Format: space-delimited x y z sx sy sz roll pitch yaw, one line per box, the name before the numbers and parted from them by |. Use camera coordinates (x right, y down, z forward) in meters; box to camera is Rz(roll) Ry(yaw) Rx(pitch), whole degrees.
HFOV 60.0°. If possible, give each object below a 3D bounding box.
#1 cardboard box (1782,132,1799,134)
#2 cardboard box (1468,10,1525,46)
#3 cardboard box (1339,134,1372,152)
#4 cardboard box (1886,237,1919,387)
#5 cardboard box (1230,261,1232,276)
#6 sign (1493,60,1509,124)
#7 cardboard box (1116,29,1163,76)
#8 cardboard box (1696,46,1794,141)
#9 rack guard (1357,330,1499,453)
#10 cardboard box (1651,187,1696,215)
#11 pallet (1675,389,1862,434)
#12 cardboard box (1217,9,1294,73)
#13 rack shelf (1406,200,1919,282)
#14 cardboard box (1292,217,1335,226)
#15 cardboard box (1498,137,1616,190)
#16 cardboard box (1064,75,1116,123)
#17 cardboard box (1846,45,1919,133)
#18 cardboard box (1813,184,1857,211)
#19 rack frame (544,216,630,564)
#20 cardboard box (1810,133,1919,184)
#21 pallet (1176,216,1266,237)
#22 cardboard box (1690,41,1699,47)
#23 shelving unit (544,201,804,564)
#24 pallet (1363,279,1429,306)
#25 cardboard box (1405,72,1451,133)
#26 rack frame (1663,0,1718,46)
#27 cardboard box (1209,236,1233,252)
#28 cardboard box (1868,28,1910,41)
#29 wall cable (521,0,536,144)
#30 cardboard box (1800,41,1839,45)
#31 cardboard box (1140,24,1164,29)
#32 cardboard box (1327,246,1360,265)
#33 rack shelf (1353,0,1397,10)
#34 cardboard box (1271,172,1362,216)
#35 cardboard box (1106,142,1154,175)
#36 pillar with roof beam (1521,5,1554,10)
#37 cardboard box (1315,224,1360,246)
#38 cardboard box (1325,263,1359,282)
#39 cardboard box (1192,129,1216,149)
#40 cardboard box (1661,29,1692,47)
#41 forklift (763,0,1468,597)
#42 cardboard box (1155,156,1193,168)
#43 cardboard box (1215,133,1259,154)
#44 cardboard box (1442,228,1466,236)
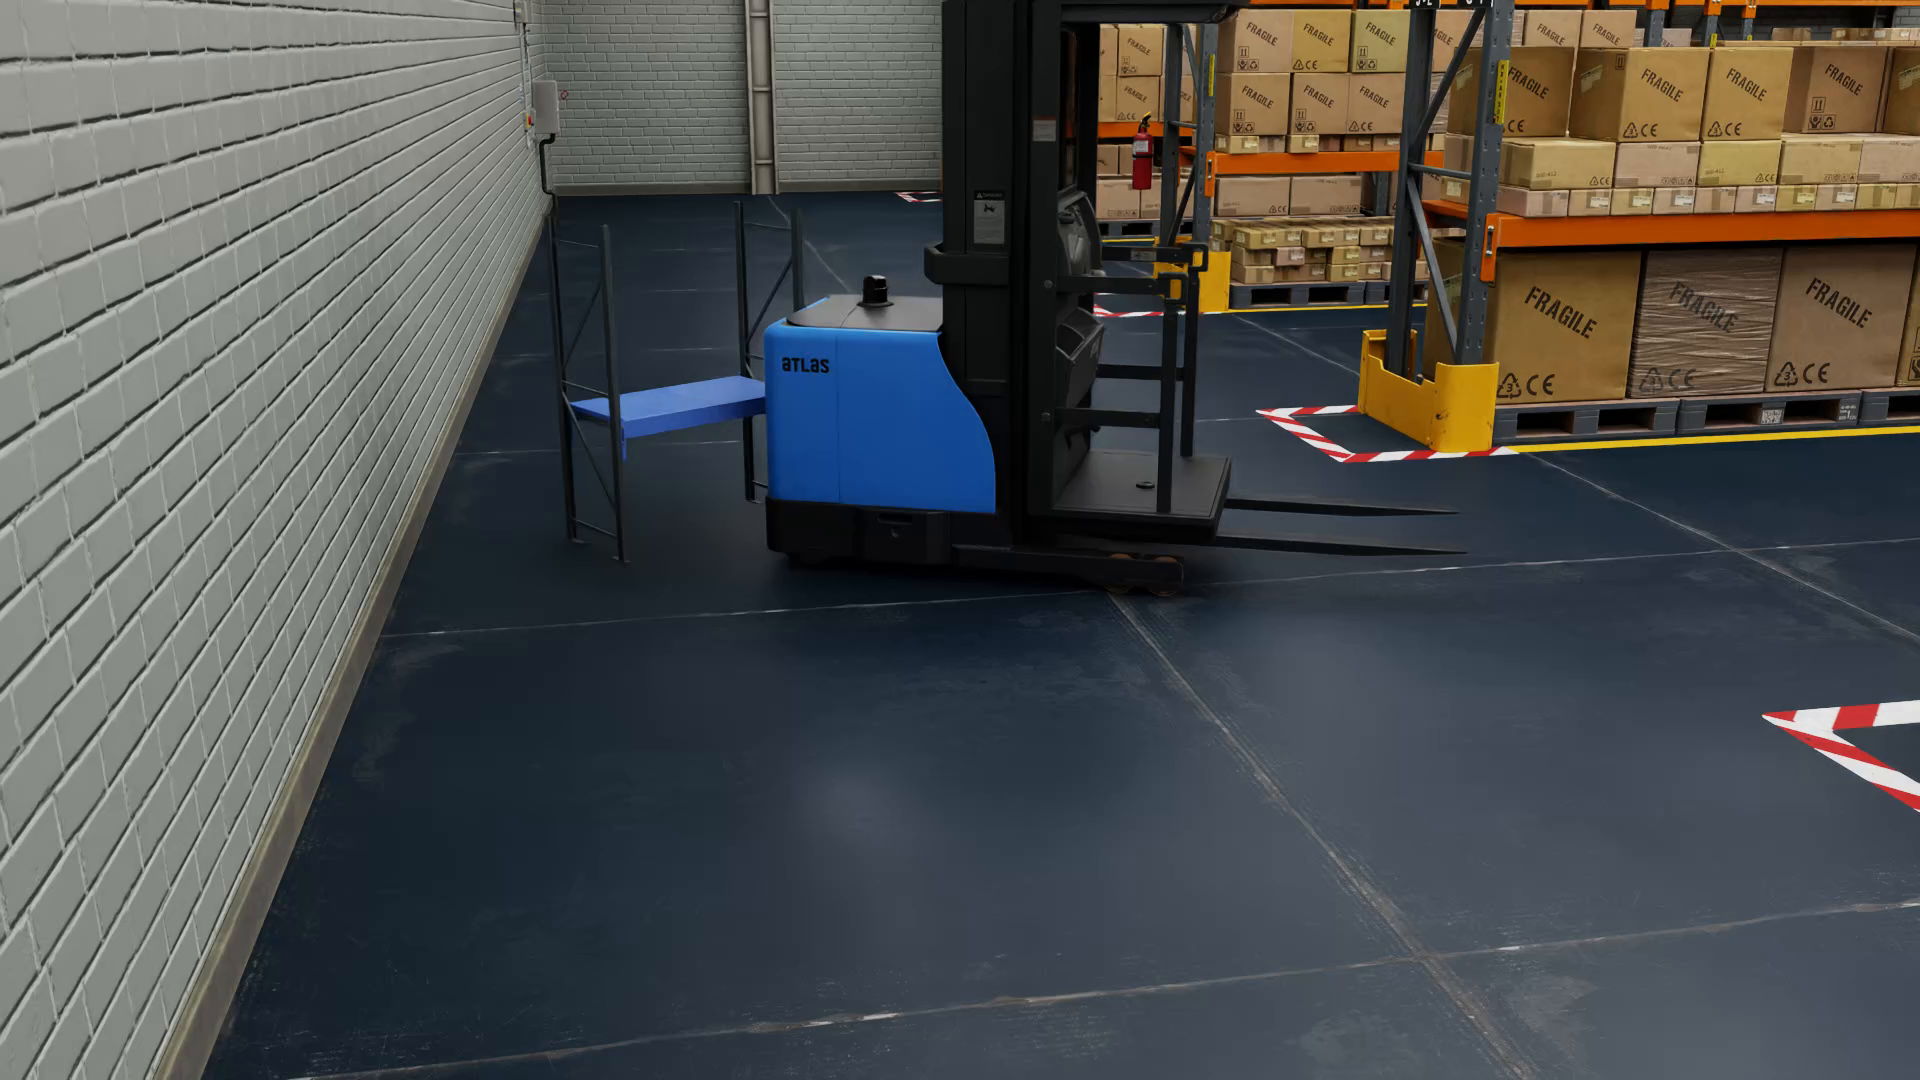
cardboard box | 4.724 -2.362 10.142 0.500 0.250 0.500 -3 17 -10
cardboard box | 4.454 -4.269 14.221 0.500 0.500 0.500 -3 17 -9
cardboard box | 3.345 -3.428 14.291 0.250 0.149 0.380 -3 17 -11
cardboard box | 6.055 -1.496 10.476 0.875 0.875 0.875 -3 17 -10
cardboard box | 2.426 -2.464 14.866 0.250 0.149 0.380 -3 17 -10
sign | 2.890 -2.393 8.884 0.005 0.325 0.100 -3 17 -10
cardboard box | 1.942 -5.459 18.604 0.500 0.500 0.500 -4 17 -12
cardboard box | 4.312 -2.538 9.437 0.500 0.500 0.500 -4 17 -12
rack guard | 2.767 -0.905 9.907 0.348 0.500 1.175 -3 17 -10
cardboard box | 3.960 -1.950 9.479 0.250 0.149 0.380 -4 17 -11
pallet | 4.756 -0.902 10.390 1.213 0.211 1.003 -3 17 -10
cardboard box | 2.440 -4.153 13.845 0.500 0.500 0.500 -3 17 -11
rack shelf | 4.754 -1.869 10.013 4.000 0.370 1.077 -3 17 -10
cardboard box | 3.175 -2.806 14.967 0.250 0.149 0.380 -4 18 -13
cardboard box | 3.313 -2.121 9.356 0.500 0.250 0.500 -4 17 -12
cardboard box | 1.436 -4.950 18.649 0.500 0.500 0.500 -3 17 -11
cardboard box | 5.714 -2.775 10.209 0.500 0.500 0.500 -3 17 -10
cardboard box | 4.969 -2.007 9.665 0.250 0.149 0.380 -3 17 -10
rack frame | -1.663 -0.664 7.420 0.032 1.500 0.500 -15 23 -40
cardboard box | 5.325 -2.236 9.733 0.500 0.250 0.500 -3 17 -9
pallet | 2.876 -3.759 19.691 1.213 0.211 1.003 -3 17 -10
cardboard box | 9.159 -5.900 20.520 0.500 0.500 0.500 -4 17 -12
shelving unit | -1.288 -0.765 7.747 1.048 1.500 0.538 -15 23 -40
pallet | 4.023 -2.310 14.973 1.213 0.211 1.003 -3 17 -10
cardboard box | 3.945 -3.763 14.278 0.500 0.500 0.500 -4 17 -12
rack frame | 8.765 -5.404 20.296 0.127 3.000 1.000 -3 17 -10
cardboard box | 2.413 -2.629 14.895 0.250 0.149 0.380 -4 17 -12
cardboard box | 11.343 -6.172 20.302 0.250 0.149 0.380 -4 18 -13
wall cable | -4.902 -5.531 18.981 0.122 1.984 0.588 -3 17 -10
cardboard box | 10.281 -5.815 20.244 0.500 0.500 0.500 -3 17 -10
cardboard box | 2.087 -5.770 18.512 0.250 0.149 0.380 -4 17 -12
cardboard box | 3.288 -2.493 14.454 0.250 0.149 0.380 -3 17 -9
rack shelf | 2.874 -6.160 18.874 4.000 0.370 1.077 -3 17 -10
cardboard box | 4.201 -4.153 19.872 0.875 0.438 0.875 -3 17 -11
cardboard box | 2.450 -5.496 24.138 0.500 0.500 0.700 -4 18 -13
pillar with roof beam | 9.746 -8.794 21.115 0.400 9.000 9.100 -3 17 -10
cardboard box | 3.275 -2.655 14.475 0.250 0.149 0.380 -4 18 -13
cardboard box | 3.280 -2.348 14.489 0.250 0.149 0.380 -3 17 -10
cardboard box | 2.215 -3.516 14.579 0.250 0.149 0.380 -3 17 -10
cardboard box | 8.307 -5.825 19.796 0.500 0.500 0.500 -4 17 -12
forklift | 0.705 -1.333 7.161 3.031 2.935 1.130 4 17 12
cardboard box | 3.199 -5.558 24.664 0.500 0.311 0.500 -3 17 -8
cardboard box | 2.329 -3.340 14.006 0.250 0.149 0.380 -3 17 -11
cardboard box | 4.310 -2.693 14.599 0.250 0.149 0.380 -4 17 -12
